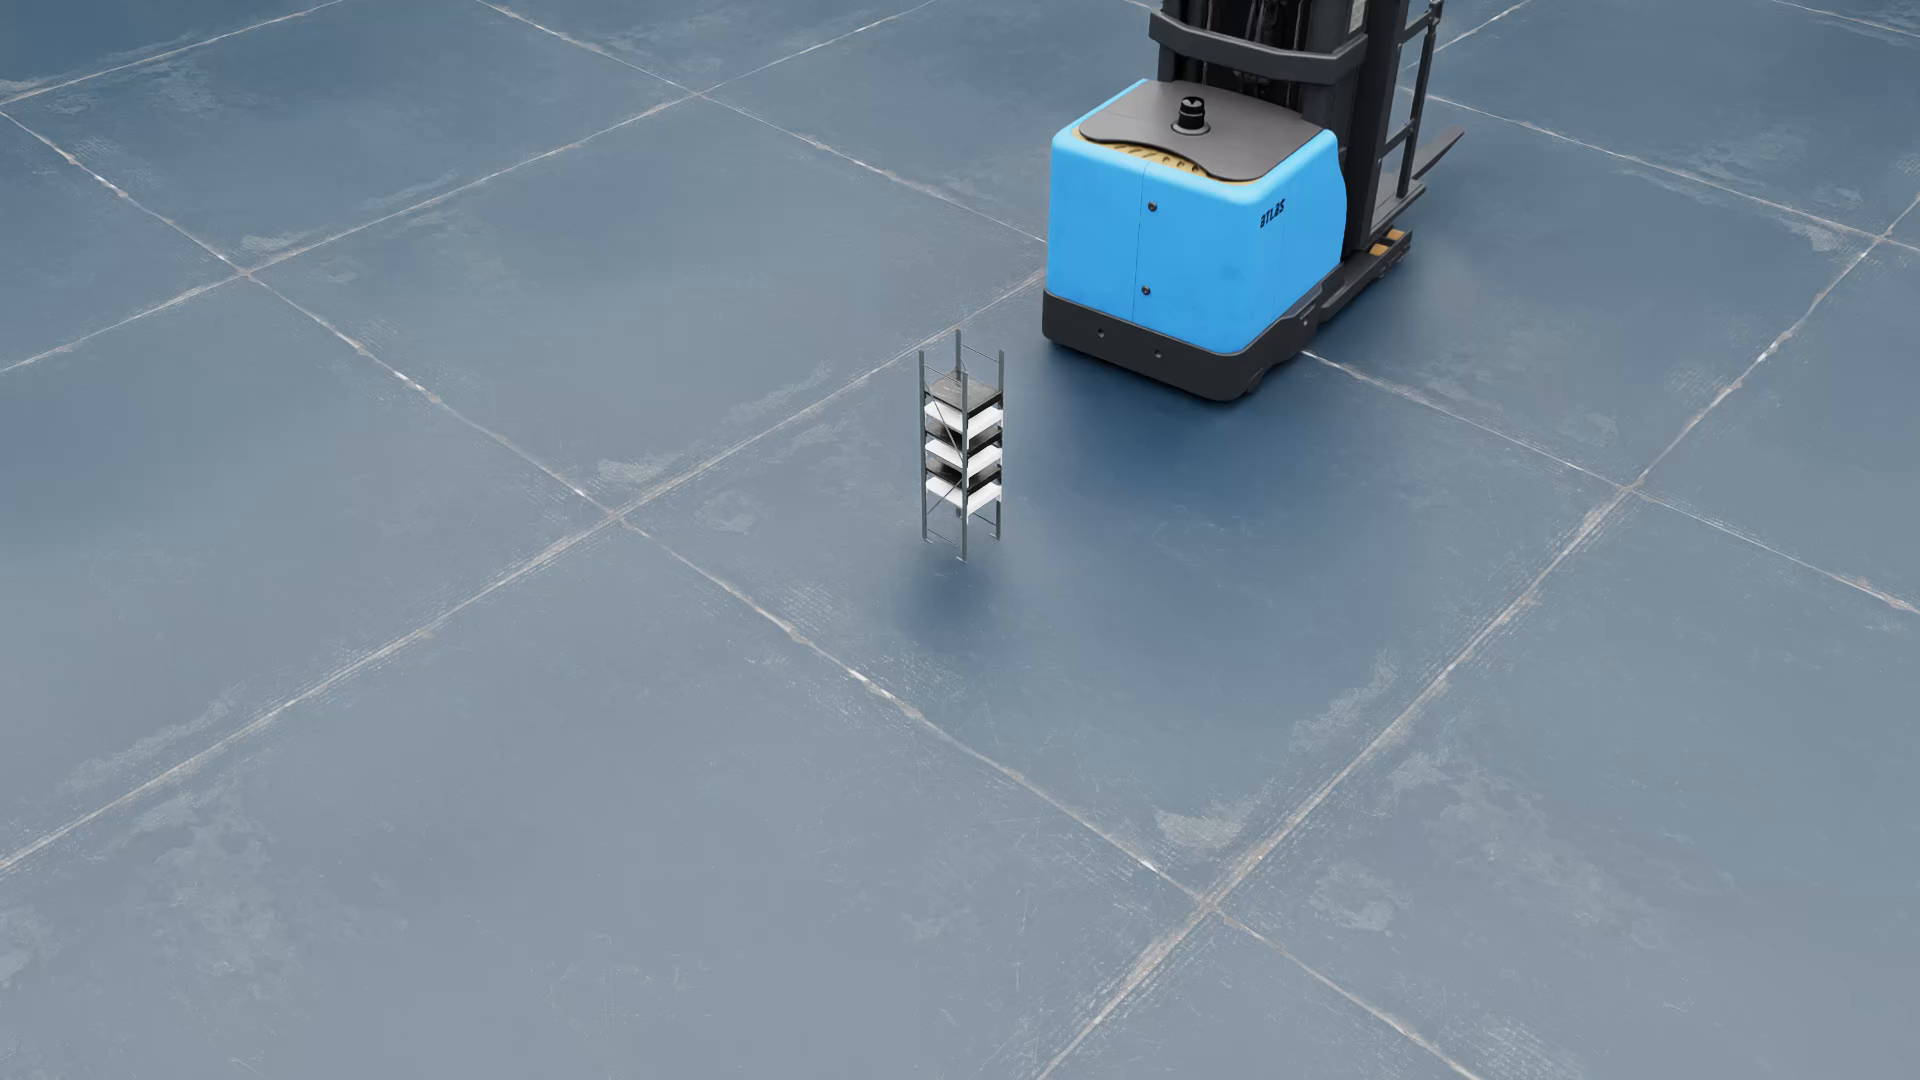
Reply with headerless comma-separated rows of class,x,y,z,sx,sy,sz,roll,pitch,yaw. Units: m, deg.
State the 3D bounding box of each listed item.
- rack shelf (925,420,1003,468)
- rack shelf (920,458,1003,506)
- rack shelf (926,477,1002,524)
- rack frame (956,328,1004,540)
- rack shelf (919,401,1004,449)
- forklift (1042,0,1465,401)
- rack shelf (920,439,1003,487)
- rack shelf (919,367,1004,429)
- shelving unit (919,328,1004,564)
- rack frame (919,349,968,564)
rack shelf,0.005,-0.400,6.439,0.258,0.077,0.200,30,47,32
rack shelf,0.005,-0.259,6.551,0.258,0.077,0.200,30,47,32
rack shelf,0.005,-0.189,6.607,0.258,0.077,0.200,30,47,32
rack frame,0.074,-0.403,6.533,0.240,0.900,0.006,30,47,32
rack shelf,0.005,-0.471,6.383,0.258,0.077,0.200,30,47,32
forklift,1.660,-2.638,7.712,1.130,2.935,3.031,24,45,27
rack shelf,0.005,-0.330,6.495,0.258,0.077,0.200,30,47,32
rack shelf,0.005,-0.541,6.327,0.258,0.077,0.200,30,47,32
shelving unit,0.005,-0.356,6.475,0.258,0.900,0.210,30,47,32
rack frame,-0.063,-0.309,6.416,0.240,0.900,0.006,30,47,32
